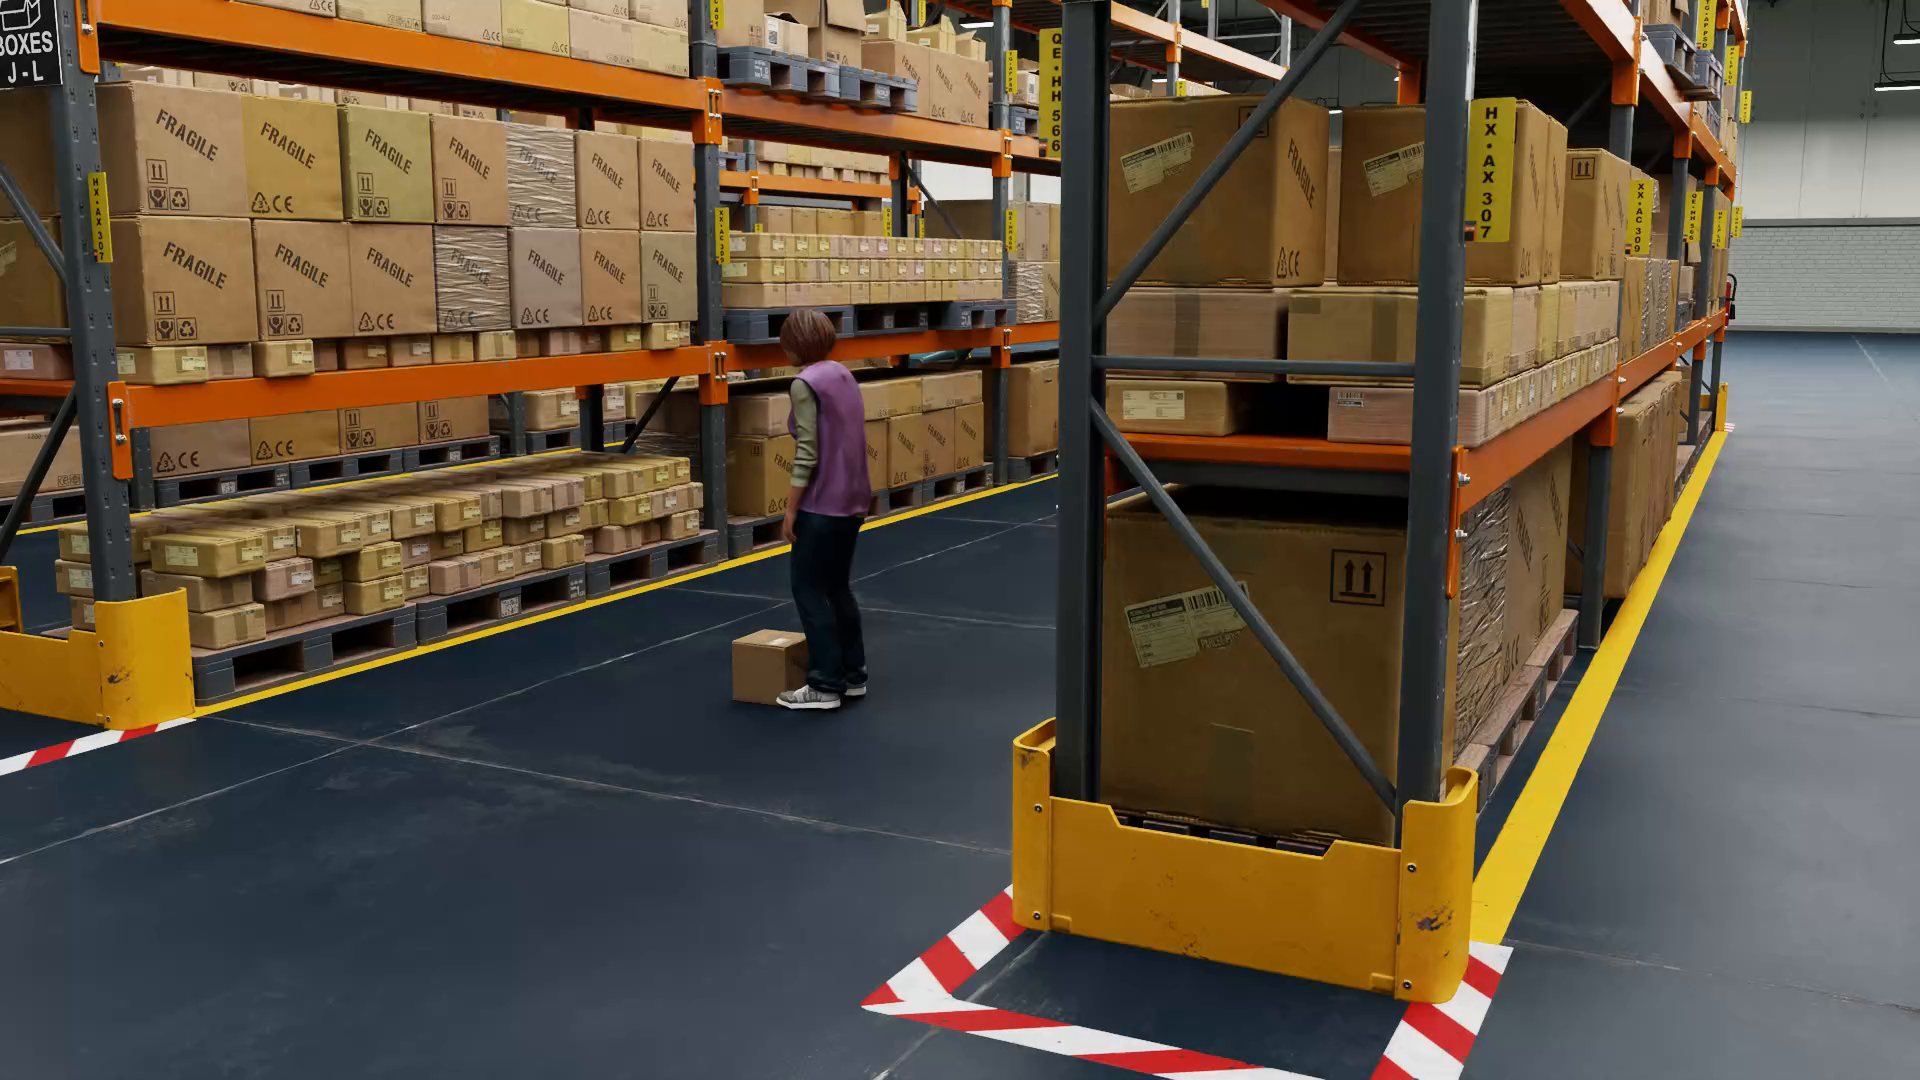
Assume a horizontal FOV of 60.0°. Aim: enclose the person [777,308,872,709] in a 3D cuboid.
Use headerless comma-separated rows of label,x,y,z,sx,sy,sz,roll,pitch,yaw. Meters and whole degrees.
person,-0.540,-0.116,6.652,0.344,1.581,0.460,5,10,26
